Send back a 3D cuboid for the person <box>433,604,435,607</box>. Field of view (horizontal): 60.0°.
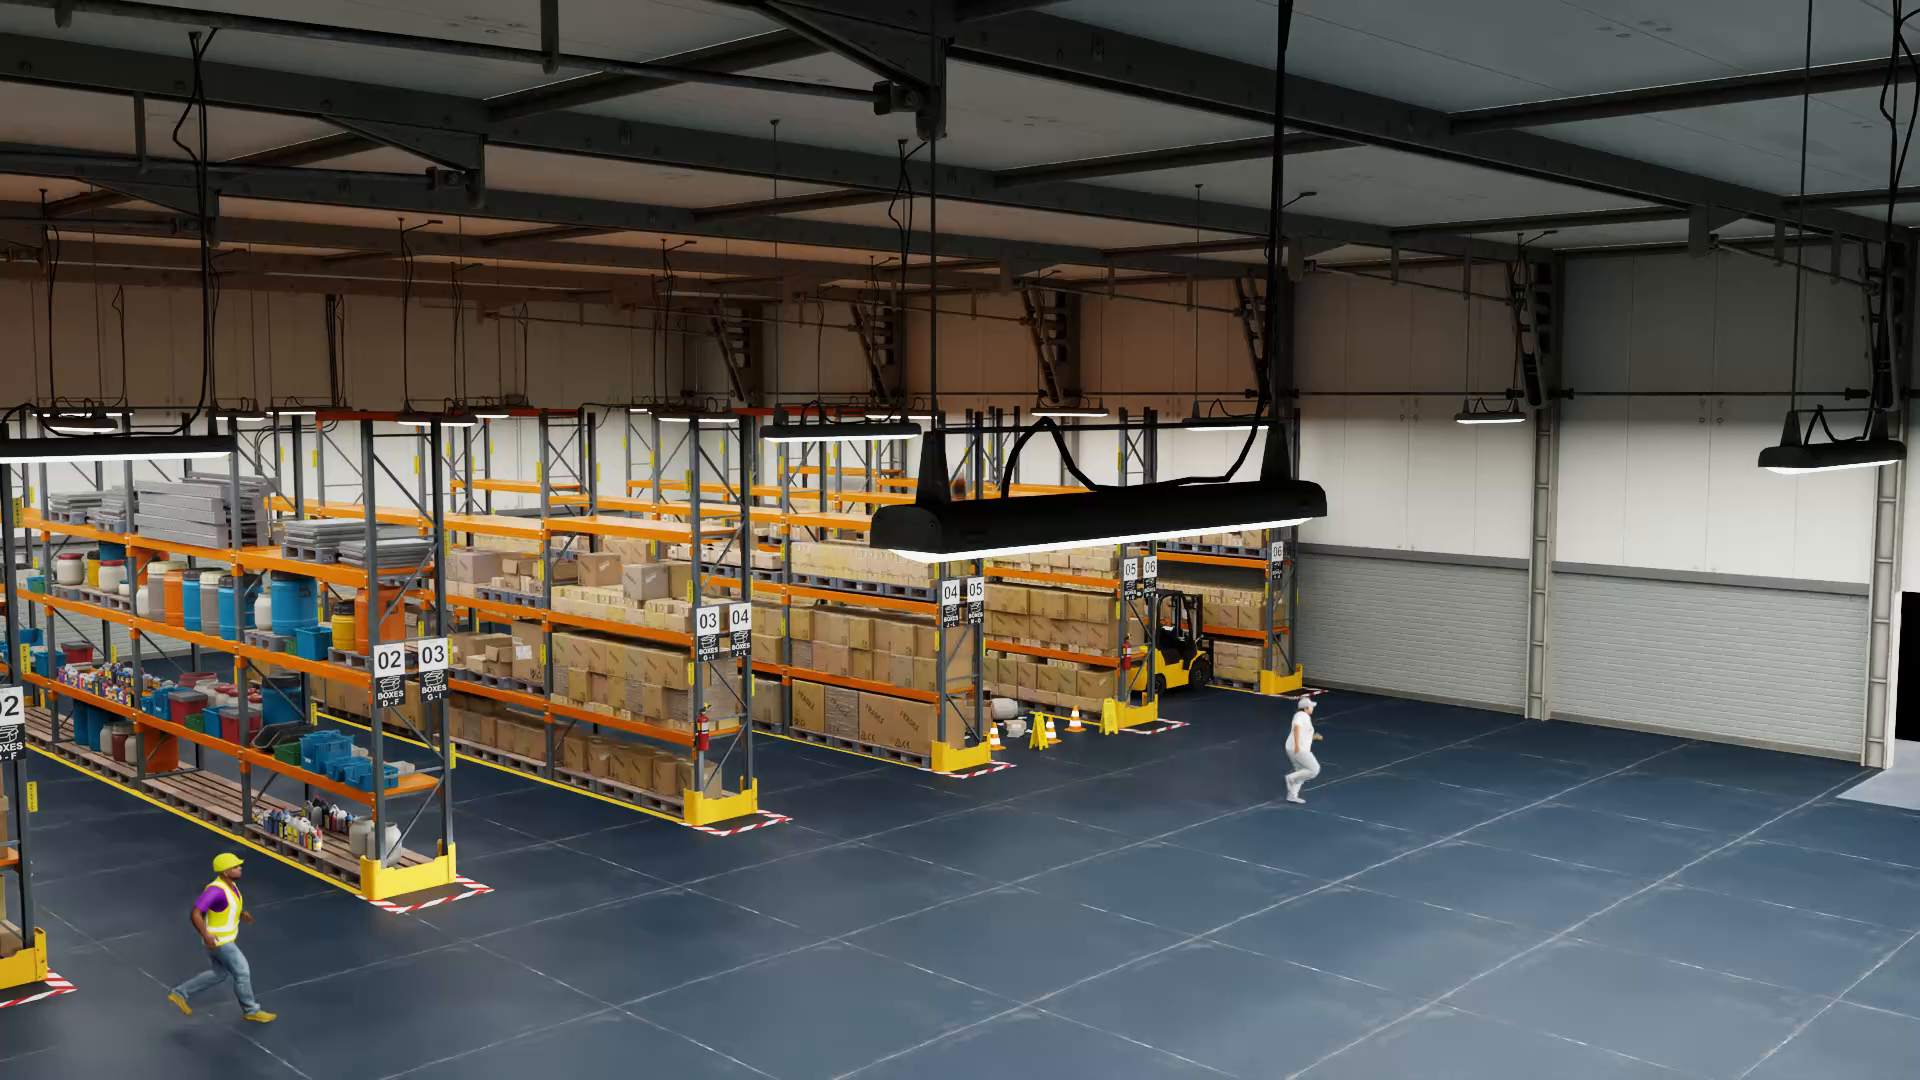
[{"bbox_3d":[-11.409,2.260,36.133,0.782,1.740,0.674,4,6,38],"label":"person"}]

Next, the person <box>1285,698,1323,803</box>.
[{"bbox_3d":[5.324,3.260,25.708,0.608,1.618,0.645,0,5,-3],"label":"person"}]

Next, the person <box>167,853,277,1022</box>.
[{"bbox_3d":[-7.393,3.988,16.588,1.009,1.755,0.726,-1,5,-14],"label":"person"}]
